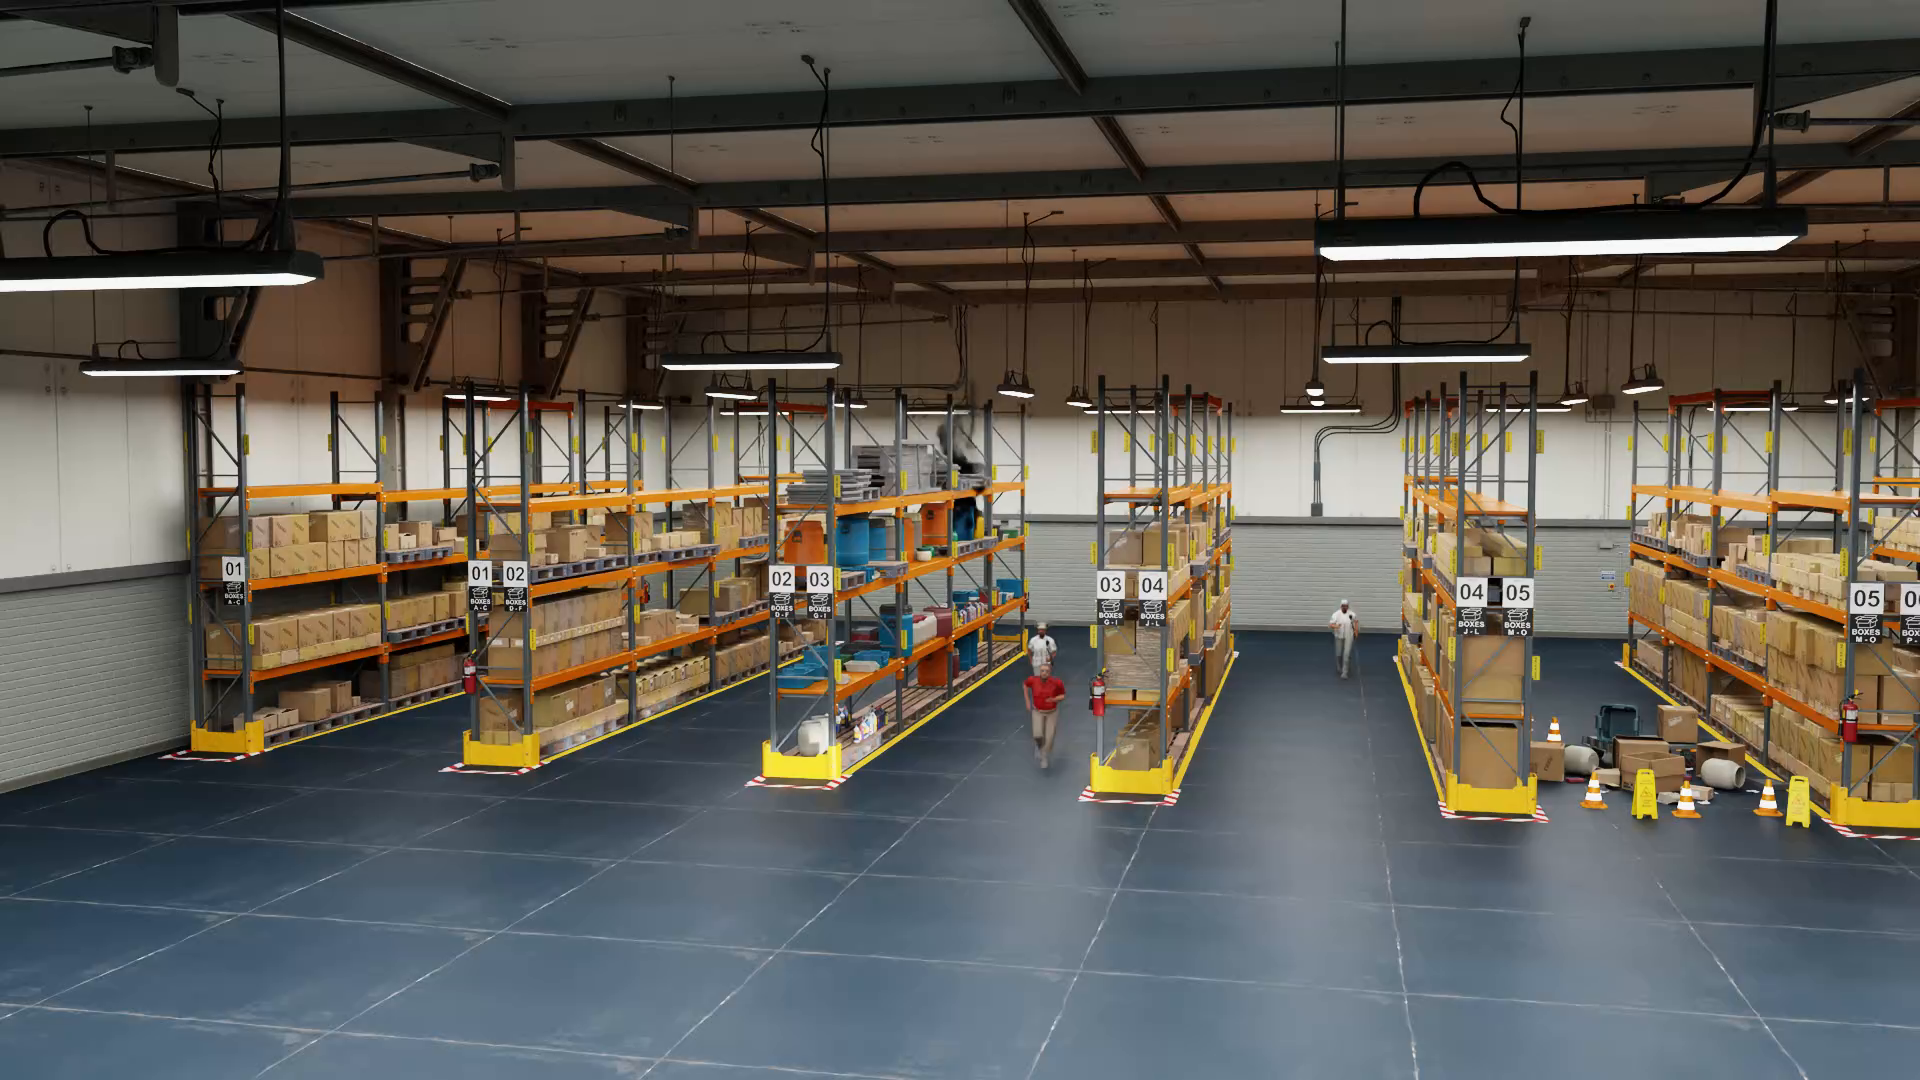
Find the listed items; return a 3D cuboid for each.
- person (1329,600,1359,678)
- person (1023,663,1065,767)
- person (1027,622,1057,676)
[{"bbox_3d":[8.277,2.107,35.851,0.607,1.650,0.906,1,3,15],"label":"person"},{"bbox_3d":[1.294,2.711,25.664,0.648,1.648,0.773,0,3,2],"label":"person"},{"bbox_3d":[1.539,2.379,31.294,0.585,1.690,0.727,0,3,5],"label":"person"}]
